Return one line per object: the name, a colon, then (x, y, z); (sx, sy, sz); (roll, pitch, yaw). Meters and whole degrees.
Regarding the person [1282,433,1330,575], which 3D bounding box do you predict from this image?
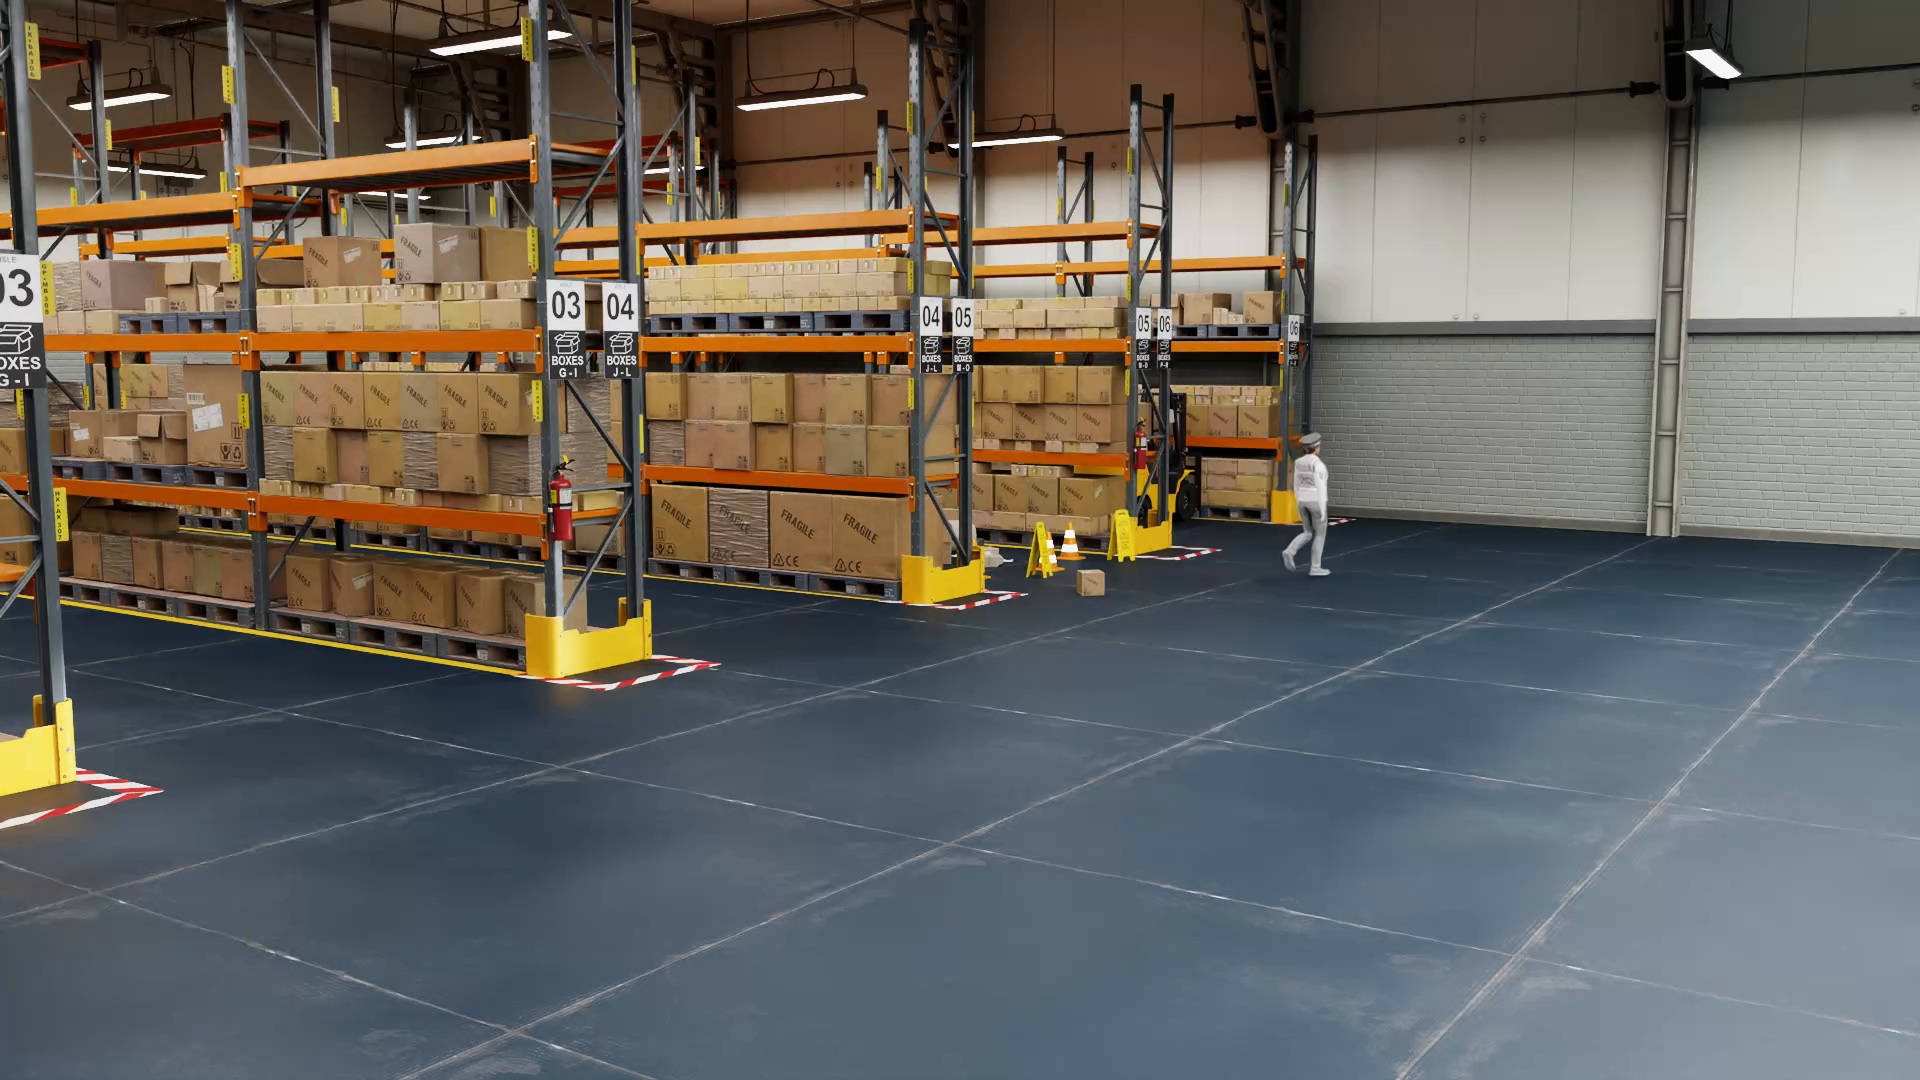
person: (4.062, -0.414, 19.394); (0.598, 1.675, 0.483); (-4, 8, -31)
